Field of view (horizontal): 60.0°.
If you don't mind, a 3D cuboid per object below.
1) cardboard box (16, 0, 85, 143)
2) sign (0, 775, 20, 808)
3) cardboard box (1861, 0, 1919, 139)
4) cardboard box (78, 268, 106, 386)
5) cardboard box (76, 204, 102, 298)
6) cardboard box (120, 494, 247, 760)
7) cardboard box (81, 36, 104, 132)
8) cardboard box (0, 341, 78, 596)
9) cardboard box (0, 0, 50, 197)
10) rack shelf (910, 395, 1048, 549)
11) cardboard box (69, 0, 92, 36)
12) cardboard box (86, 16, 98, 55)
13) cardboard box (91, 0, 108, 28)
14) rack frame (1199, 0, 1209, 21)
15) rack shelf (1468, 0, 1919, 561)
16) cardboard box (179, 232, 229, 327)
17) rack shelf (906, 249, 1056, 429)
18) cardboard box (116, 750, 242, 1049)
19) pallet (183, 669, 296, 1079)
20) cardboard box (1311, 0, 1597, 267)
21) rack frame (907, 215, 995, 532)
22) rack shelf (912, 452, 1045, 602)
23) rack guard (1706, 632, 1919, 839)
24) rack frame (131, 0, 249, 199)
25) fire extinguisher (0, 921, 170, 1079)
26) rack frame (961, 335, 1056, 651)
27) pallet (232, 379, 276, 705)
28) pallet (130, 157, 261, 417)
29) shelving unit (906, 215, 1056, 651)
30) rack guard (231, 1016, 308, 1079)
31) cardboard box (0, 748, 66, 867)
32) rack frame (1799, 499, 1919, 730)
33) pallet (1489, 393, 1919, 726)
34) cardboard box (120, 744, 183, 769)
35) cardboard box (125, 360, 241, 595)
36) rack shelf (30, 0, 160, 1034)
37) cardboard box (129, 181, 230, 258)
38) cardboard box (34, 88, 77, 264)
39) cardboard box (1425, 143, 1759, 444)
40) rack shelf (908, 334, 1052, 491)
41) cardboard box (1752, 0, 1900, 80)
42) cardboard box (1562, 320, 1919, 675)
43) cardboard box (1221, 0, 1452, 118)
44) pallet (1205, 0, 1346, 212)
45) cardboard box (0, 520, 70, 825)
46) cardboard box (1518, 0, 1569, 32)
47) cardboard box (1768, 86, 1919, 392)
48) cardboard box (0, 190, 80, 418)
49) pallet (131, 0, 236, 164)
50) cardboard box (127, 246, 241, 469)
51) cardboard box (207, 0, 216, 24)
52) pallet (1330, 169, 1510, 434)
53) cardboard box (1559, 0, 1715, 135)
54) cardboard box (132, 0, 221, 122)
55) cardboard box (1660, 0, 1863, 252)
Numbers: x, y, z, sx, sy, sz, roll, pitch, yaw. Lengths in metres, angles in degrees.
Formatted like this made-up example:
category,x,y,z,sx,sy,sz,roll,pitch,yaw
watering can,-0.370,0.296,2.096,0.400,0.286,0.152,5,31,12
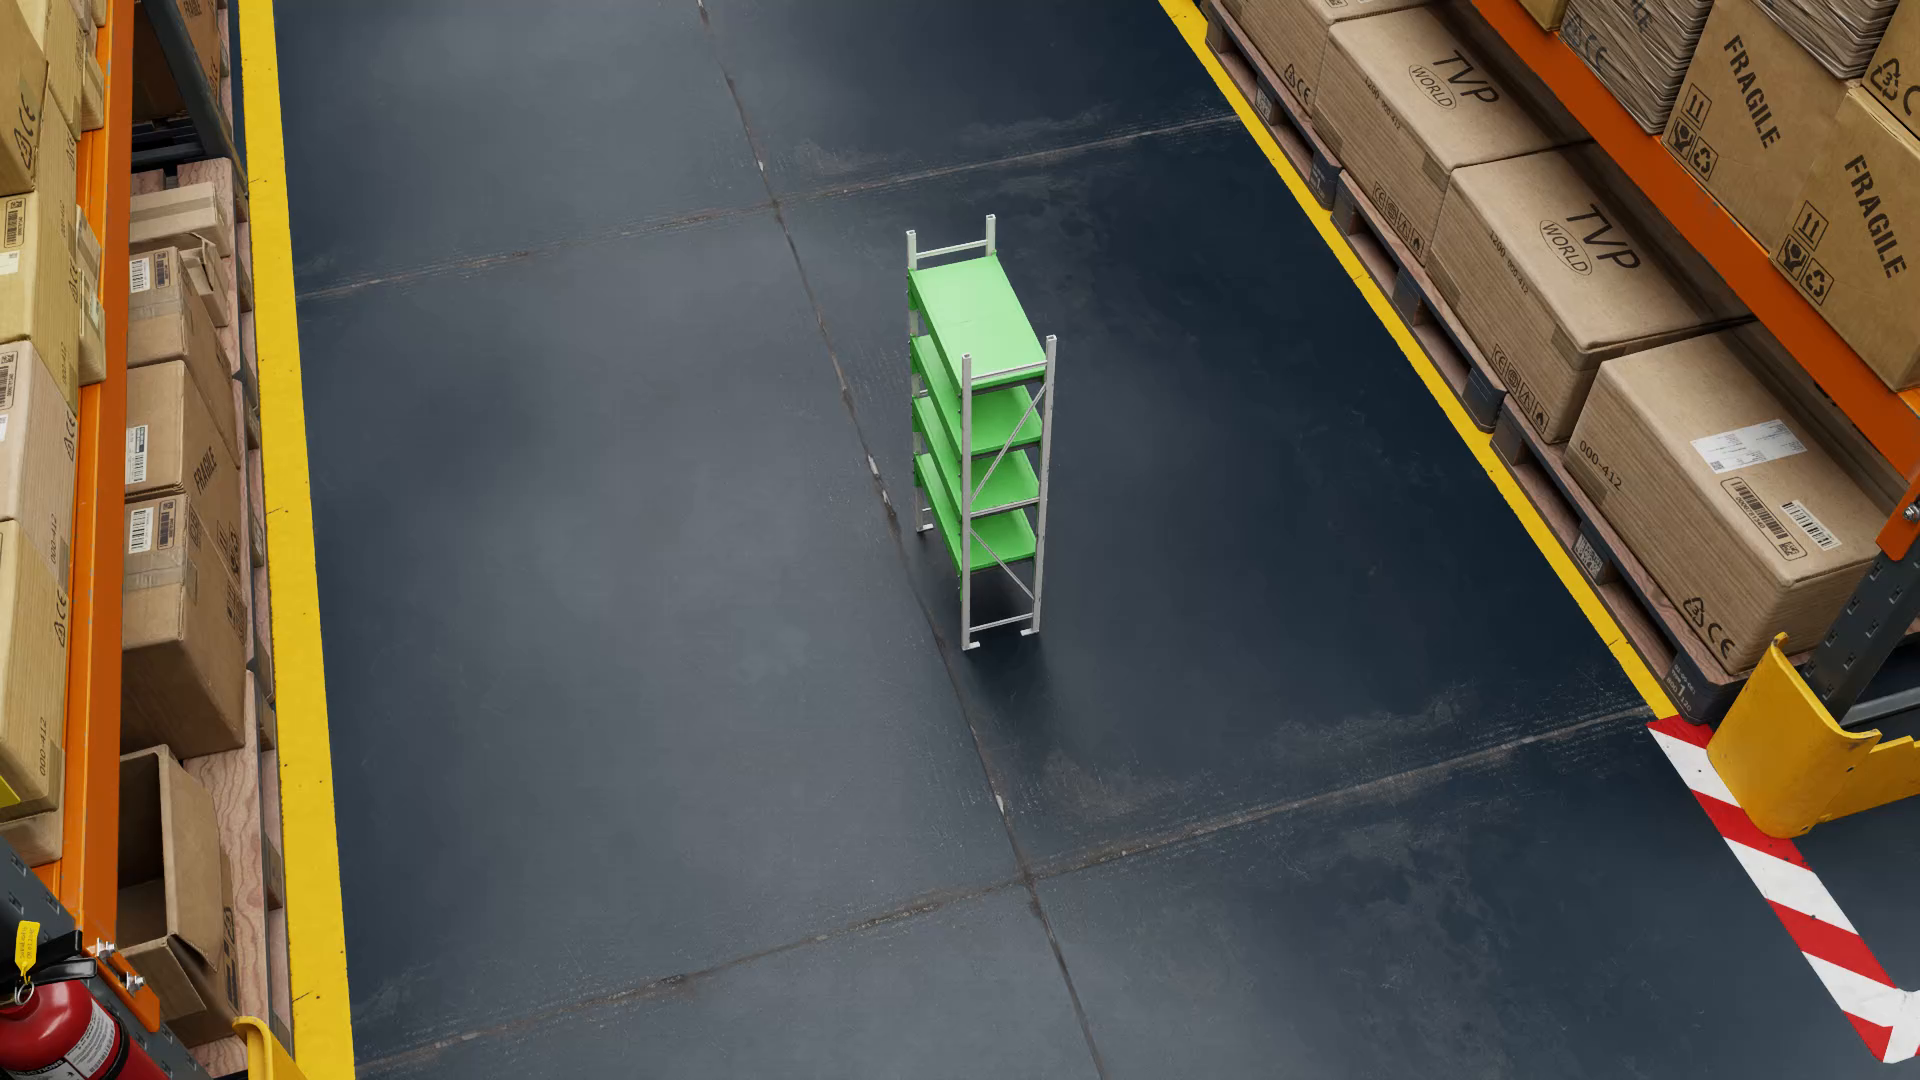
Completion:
category,x,y,z,sx,sy,sz,roll,pitch,yaw
cardboard box,-2.531,-1.206,4.209,0.500,0.250,0.500,-14,51,-11
sign,-1.511,0.314,2.457,0.100,0.325,0.005,-13,51,-11
cardboard box,2.341,-1.062,3.464,0.500,0.500,0.500,-12,51,-10
cardboard box,-2.198,-0.457,3.838,0.380,0.149,0.250,-15,51,-12
cardboard box,-2.295,-0.645,3.996,0.380,0.149,0.250,-12,51,-10
cardboard box,-2.335,0.285,4.408,0.700,0.500,0.500,-11,51,-9
cardboard box,-2.525,-1.201,4.465,0.380,0.149,0.250,-14,51,-12
cardboard box,-2.055,-0.092,3.269,0.500,0.250,0.500,-13,51,-11
cardboard box,-2.350,-1.061,3.596,0.500,0.500,0.500,-12,51,-10
rack shelf,0.049,-0.225,4.738,0.258,0.148,0.480,-13,51,-11
cardboard box,-2.666,-1.574,4.518,0.500,0.250,0.500,-13,51,-11
cardboard box,-2.627,-1.381,4.617,0.380,0.149,0.250,-12,51,-10
cardboard box,-2.679,-1.579,4.784,0.380,0.149,0.250,-12,51,-10
rack frame,1.528,-3.331,6.096,1.000,3.000,0.127,-13,51,-11
rack shelf,2.120,-1.638,5.139,1.077,0.370,4.000,-13,51,-11
cardboard box,-2.661,-0.858,5.525,0.396,0.266,0.258,-12,51,-10
rack shelf,0.049,-0.534,4.371,0.258,0.148,0.480,-13,51,-11
cardboard box,-2.120,0.917,3.873,0.797,0.503,0.637,-15,52,-12
pallet,-2.289,0.977,4.288,1.003,0.211,1.213,-13,51,-11
cardboard box,1.877,-1.504,5.957,0.875,0.438,0.875,-15,51,-12
rack frame,-0.023,-0.444,4.840,0.240,1.200,0.015,-13,51,-11
rack shelf,0.049,-0.070,4.922,0.258,0.148,0.480,-13,51,-11
rack guard,2.718,0.414,4.574,1.175,0.500,0.348,-13,51,-11
rack frame,-3.212,-2.206,5.147,1.000,3.000,0.127,-13,51,-11
fire extinguisher,-1.544,0.864,2.854,0.296,0.674,0.183,-13,51,-11
rack frame,0.121,-0.088,4.539,0.240,1.200,0.015,-13,51,-11
pallet,-2.646,0.088,5.038,1.003,0.211,1.213,-13,51,-11
pallet,-3.010,-0.805,5.791,1.003,0.211,1.213,-13,51,-11
shelving unit,0.049,-0.266,4.689,0.258,1.200,0.503,-13,51,-11
rack guard,-2.052,1.466,3.687,1.175,0.500,0.348,-13,51,-11
cardboard box,-1.864,0.495,3.035,0.380,0.149,0.250,-14,51,-11
rack frame,2.711,-0.409,3.633,1.000,3.000,0.127,-13,51,-11
pallet,2.400,-0.077,5.177,1.003,0.211,1.213,-13,51,-11
cardboard box,-2.208,0.712,4.278,0.380,0.149,0.250,-15,52,-12
cardboard box,-2.396,-0.124,4.753,0.500,0.500,0.500,-12,51,-10
rack shelf,-2.621,-0.513,4.191,1.077,0.370,4.000,-13,51,-11
cardboard box,-2.767,-1.081,5.790,0.380,0.149,0.250,-15,51,-12
cardboard box,-2.380,-0.830,3.892,0.500,0.250,0.500,-15,51,-12
cardboard box,2.142,-0.845,5.401,0.875,0.438,0.875,-12,51,-10
rack shelf,0.049,-0.379,4.555,0.258,0.148,0.480,-13,51,-11
cardboard box,2.159,-1.437,3.780,0.500,0.500,0.500,-13,51,-11
cardboard box,2.420,-0.178,4.839,0.875,0.438,0.875,-15,51,-12
cardboard box,1.611,-2.157,6.508,0.875,0.438,0.875,-14,51,-12
pallet,1.678,-1.859,6.679,1.003,0.211,1.213,-13,51,-11
cardboard box,-1.906,0.276,2.959,0.500,0.250,0.500,-13,51,-11
cardboard box,1.855,-1.851,4.783,0.500,0.500,0.500,-12,51,-10
cardboard box,2.316,-0.734,3.841,0.500,0.500,0.500,-13,51,-11
cardboard box,-2.209,-0.462,3.581,0.500,0.250,0.500,-14,51,-12
pallet,-3.489,-1.892,6.707,1.003,0.211,1.213,-13,51,-11
cardboard box,-2.642,-0.473,5.047,0.700,0.500,0.500,-15,52,-12
cardboard box,-3.307,-2.326,6.609,0.500,0.500,0.500,-14,51,-11
pallet,2.043,-0.966,5.926,1.003,0.211,1.213,-13,51,-11
cardboard box,2.020,-1.477,4.468,0.500,0.500,0.500,-12,51,-10
cardboard box,-3.140,-1.939,6.283,0.500,0.500,0.500,-11,51,-9
cardboard box,2.182,-1.104,4.153,0.500,0.500,0.500,-14,51,-12
